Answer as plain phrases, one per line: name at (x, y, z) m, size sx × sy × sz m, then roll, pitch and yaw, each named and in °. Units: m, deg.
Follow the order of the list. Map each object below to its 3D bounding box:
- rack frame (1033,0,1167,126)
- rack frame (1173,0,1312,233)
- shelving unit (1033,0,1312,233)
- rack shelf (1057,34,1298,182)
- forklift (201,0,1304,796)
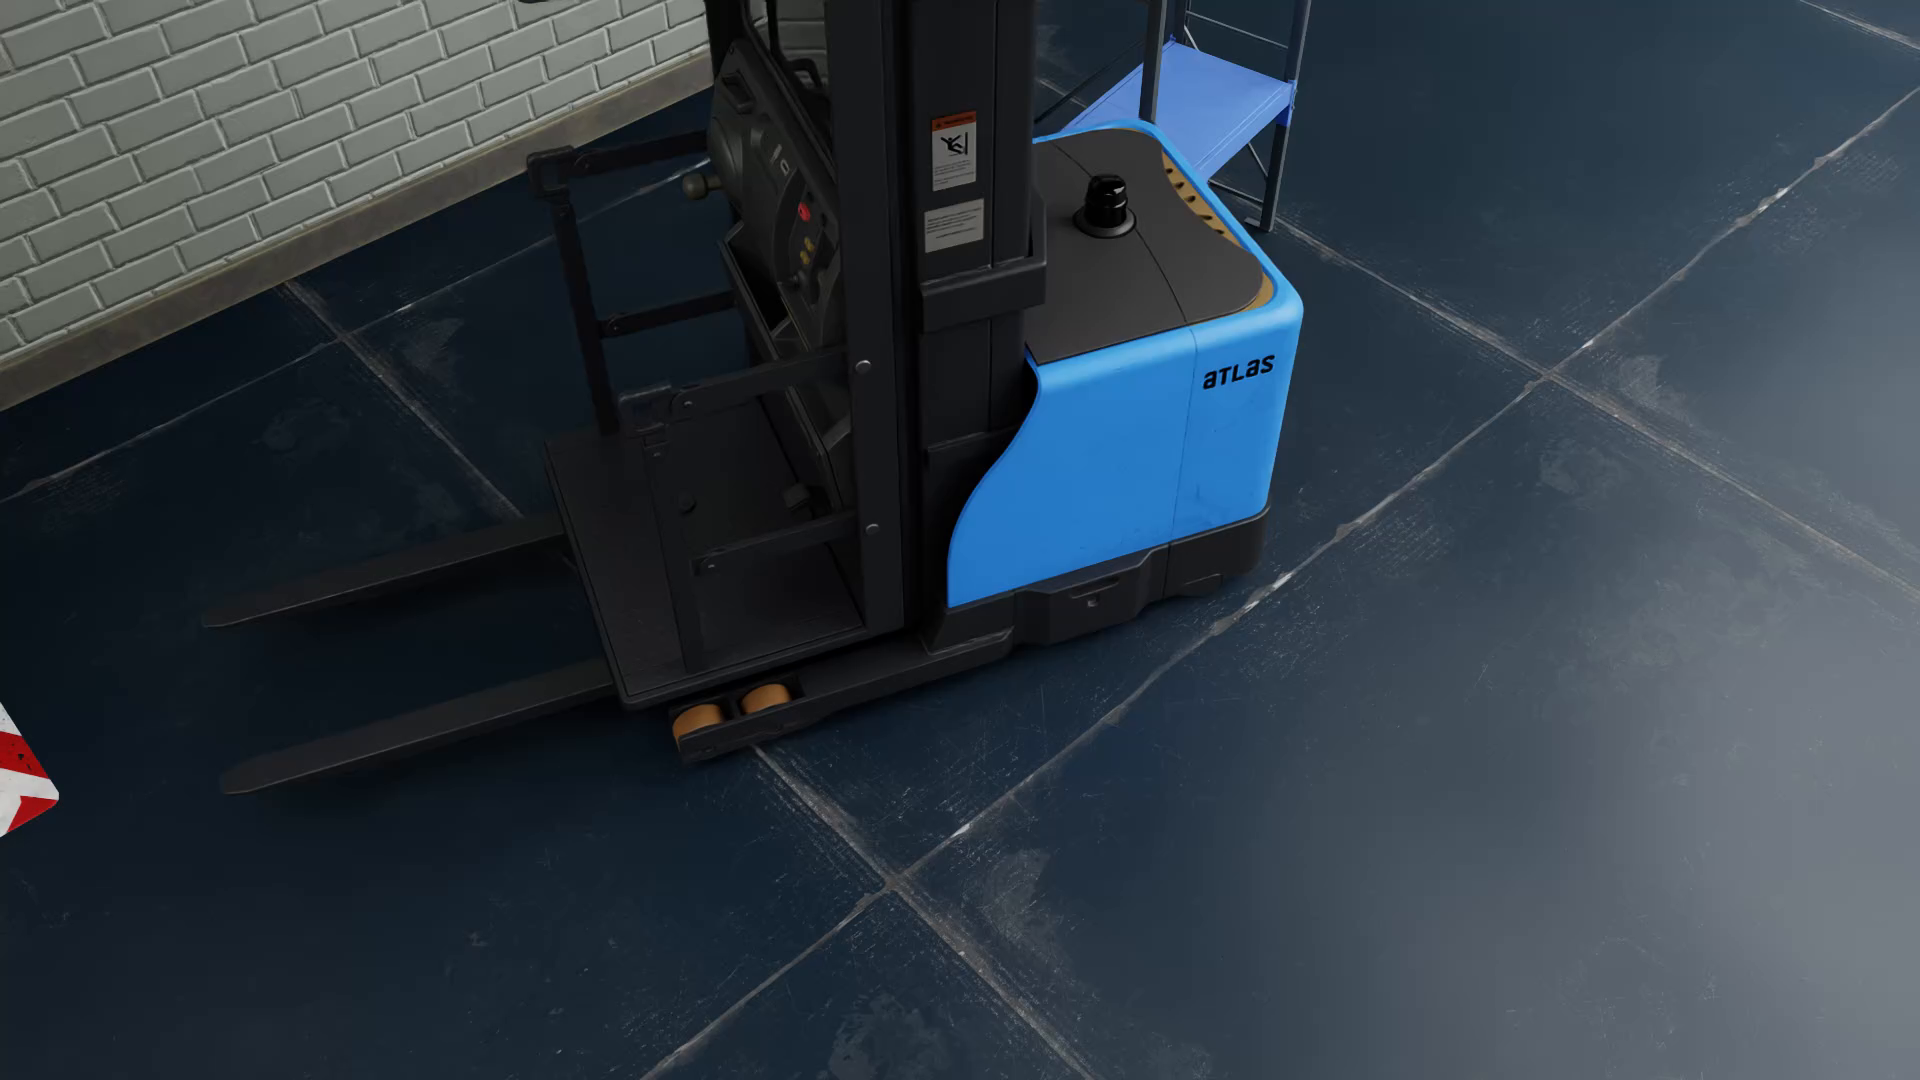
rack frame at (0.382, -1.192, 5.329) m, size 0.500 × 1.500 × 0.032 m, roll 28°, pitch 53°, yaw 24°
rack frame at (0.983, -1.794, 5.885) m, size 0.500 × 1.500 × 0.032 m, roll 28°, pitch 53°, yaw 24°
shelving unit at (0.683, -1.493, 5.607) m, size 0.538 × 1.500 × 1.048 m, roll 28°, pitch 53°, yaw 24°
rack shelf at (0.683, -1.371, 5.739) m, size 0.538 × 0.185 × 1.000 m, roll 28°, pitch 53°, yaw 24°
forklift at (-0.641, -0.818, 4.010) m, size 3.031 × 2.935 × 1.130 m, roll -16°, pitch 49°, yaw -15°
